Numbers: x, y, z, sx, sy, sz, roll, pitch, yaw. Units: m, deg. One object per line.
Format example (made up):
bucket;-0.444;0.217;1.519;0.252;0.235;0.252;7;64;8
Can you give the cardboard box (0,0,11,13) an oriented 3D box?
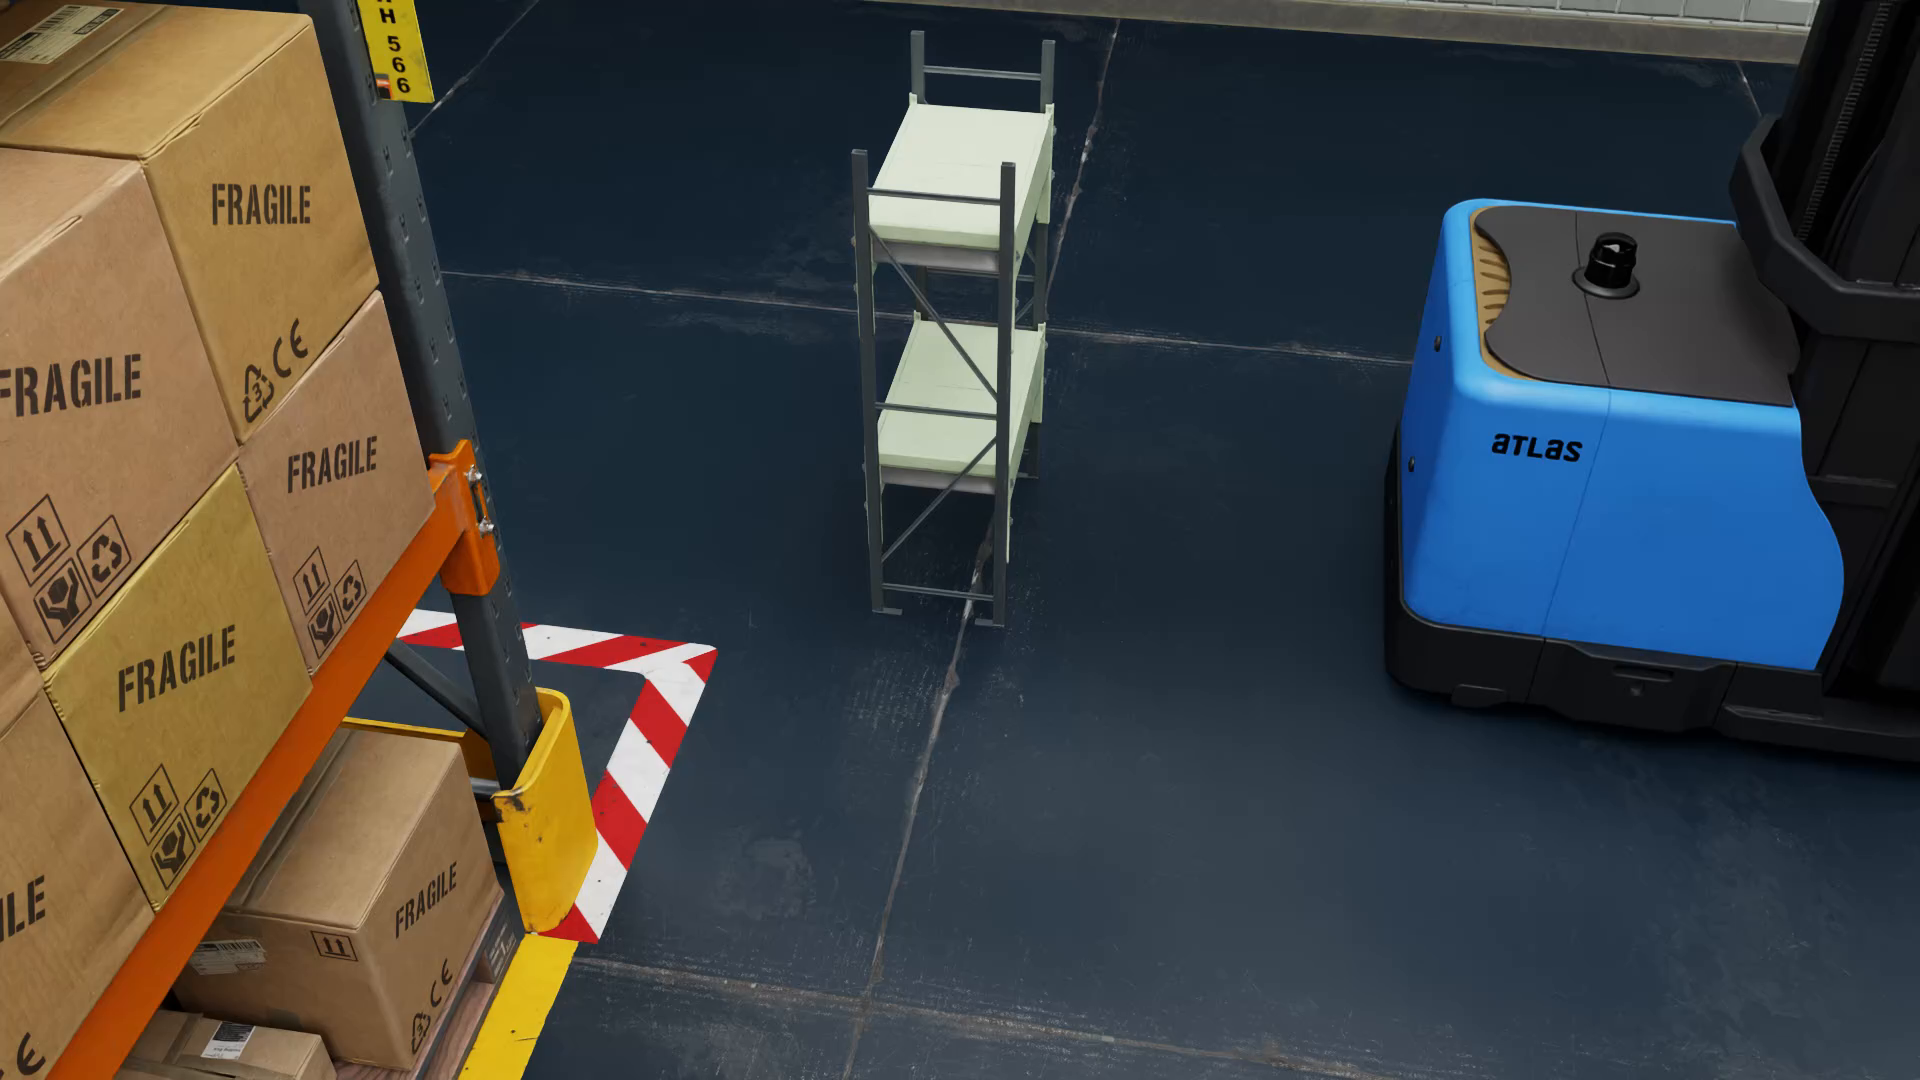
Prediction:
cardboard box;-1.853;-0.580;2.734;0.500;0.500;0.500;8;40;9

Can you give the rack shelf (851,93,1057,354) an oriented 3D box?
rack shelf;-0.001;-0.875;4.518;0.431;0.370;0.720;6;40;8

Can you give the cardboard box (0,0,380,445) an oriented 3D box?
cardboard box;-1.323;-0.519;2.661;0.500;0.500;0.500;6;40;7

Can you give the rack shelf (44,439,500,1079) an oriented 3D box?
rack shelf;-1.863;1.127;2.097;1.077;0.370;4.000;6;40;8

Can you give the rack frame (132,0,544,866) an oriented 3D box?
rack frame;-1.517;-0.405;3.386;1.000;3.000;0.127;6;40;8

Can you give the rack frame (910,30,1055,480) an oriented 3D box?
rack frame;0.062;-0.804;5.045;0.400;1.500;0.023;6;40;8

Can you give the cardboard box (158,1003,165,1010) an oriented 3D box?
cardboard box;-1.977;1.109;3.368;0.500;0.250;0.500;6;40;8

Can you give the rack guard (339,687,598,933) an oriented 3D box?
rack guard;-1.530;0.606;4.125;1.175;0.500;0.348;6;40;8

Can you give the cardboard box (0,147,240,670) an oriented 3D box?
cardboard box;-1.409;-0.202;2.278;0.500;0.500;0.500;7;40;9

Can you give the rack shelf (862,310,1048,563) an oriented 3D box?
rack shelf;-0.001;-0.323;4.975;0.431;0.370;0.720;6;40;8

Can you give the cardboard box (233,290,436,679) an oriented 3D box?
cardboard box;-1.326;-0.133;2.978;0.500;0.500;0.500;8;40;9

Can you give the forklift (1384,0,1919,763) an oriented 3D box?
forklift;2.775;-0.812;3.932;3.031;2.935;1.130;7;40;8

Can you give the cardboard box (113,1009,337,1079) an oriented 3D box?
cardboard box;-1.527;1.130;3.408;0.380;0.166;0.250;6;40;8

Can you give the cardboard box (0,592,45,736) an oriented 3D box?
cardboard box;-1.494;0.124;1.883;0.500;0.500;0.500;7;40;9

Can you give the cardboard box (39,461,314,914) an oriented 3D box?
cardboard box;-1.412;0.193;2.584;0.500;0.500;0.500;7;40;8

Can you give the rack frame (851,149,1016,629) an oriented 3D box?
rack frame;-0.064;-0.344;4.489;0.400;1.500;0.023;6;40;8

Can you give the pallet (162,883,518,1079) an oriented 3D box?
pallet;-1.667;1.218;3.612;1.003;0.211;1.213;6;40;8

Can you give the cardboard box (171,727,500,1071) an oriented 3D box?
cardboard box;-1.368;0.757;3.597;0.500;0.500;0.500;6;40;8

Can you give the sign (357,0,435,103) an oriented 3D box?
sign;-0.973;-0.900;2.827;0.100;0.325;0.005;6;40;8

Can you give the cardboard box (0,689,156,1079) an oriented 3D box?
cardboard box;-1.504;0.506;2.206;0.500;0.500;0.500;7;40;8

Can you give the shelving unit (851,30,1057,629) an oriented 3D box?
shelving unit;-0.001;-0.574;4.767;0.431;1.500;0.755;6;40;8
